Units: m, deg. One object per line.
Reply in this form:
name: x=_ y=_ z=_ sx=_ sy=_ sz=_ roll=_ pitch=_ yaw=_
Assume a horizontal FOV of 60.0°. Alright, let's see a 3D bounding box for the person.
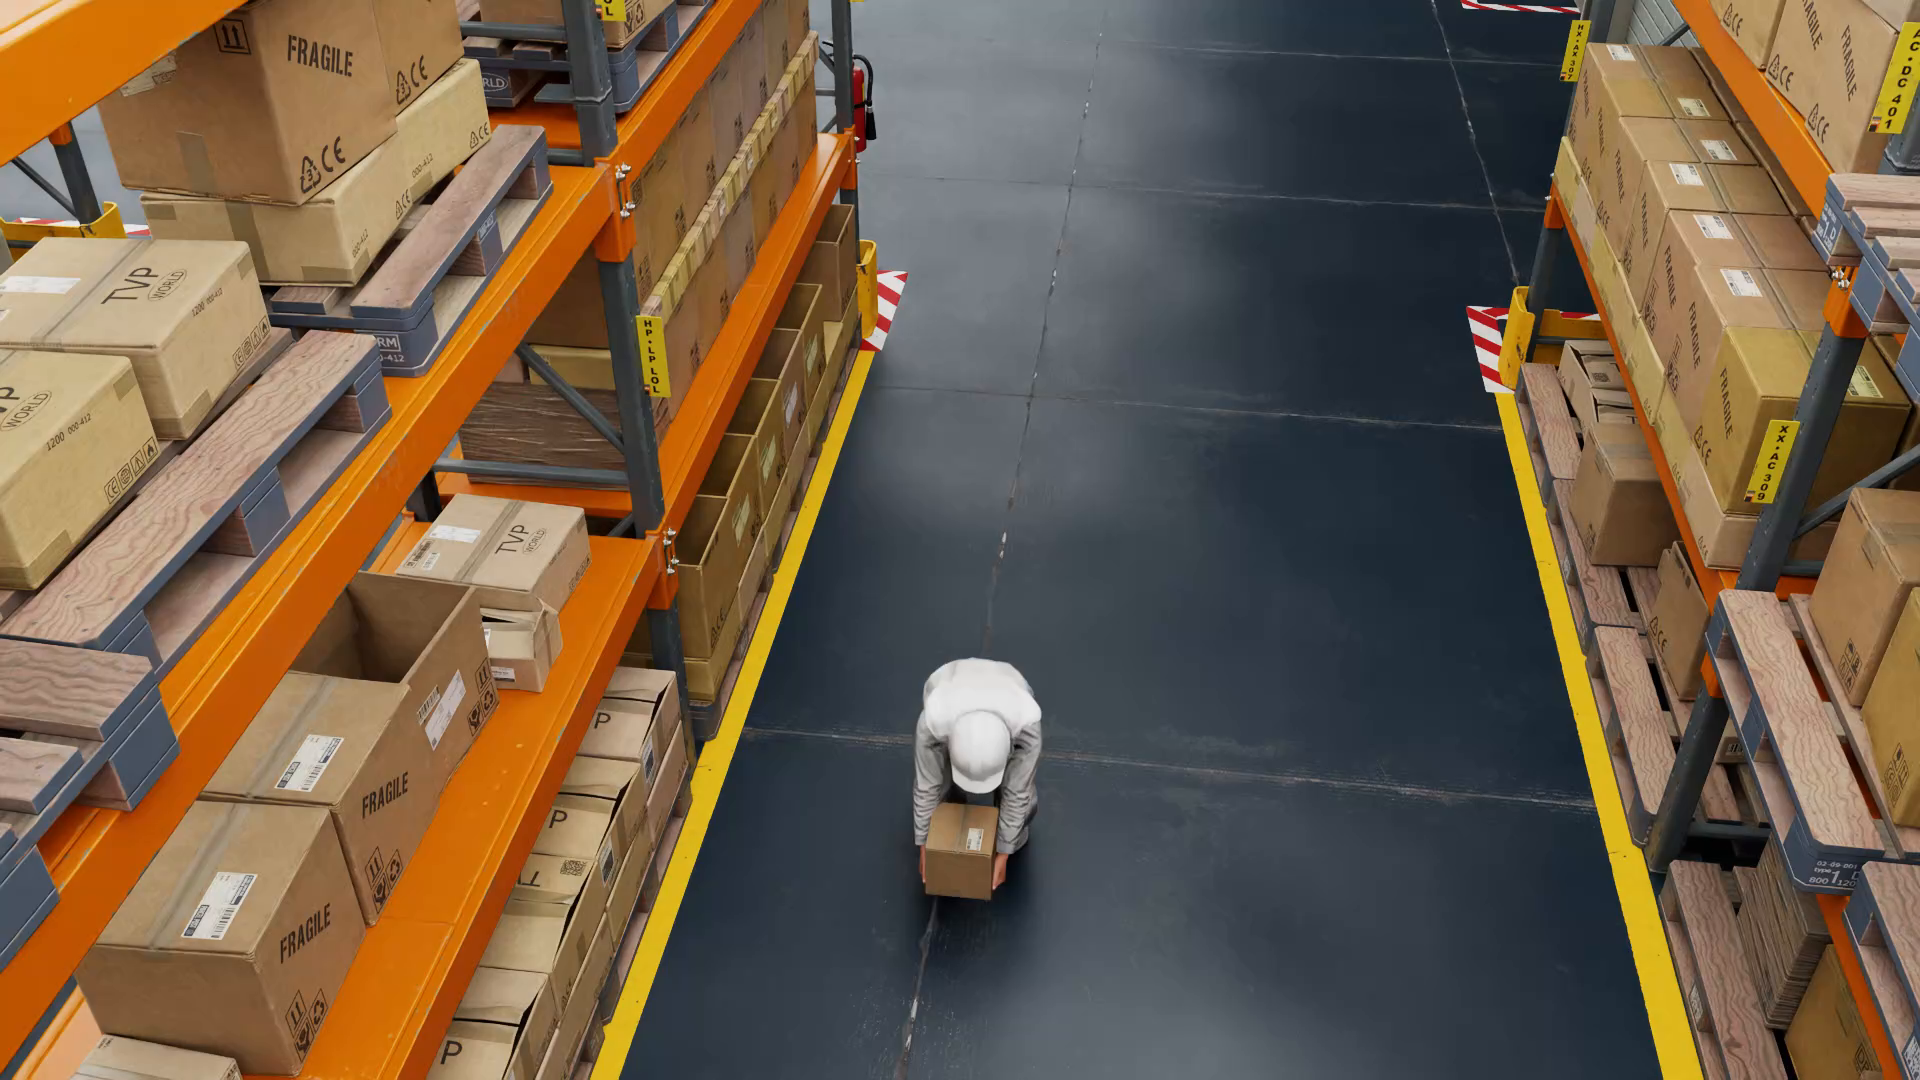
person: x=0.070 y=0.856 z=6.499 sx=0.502 sy=1.007 sz=0.902 roll=4 pitch=36 yaw=5
